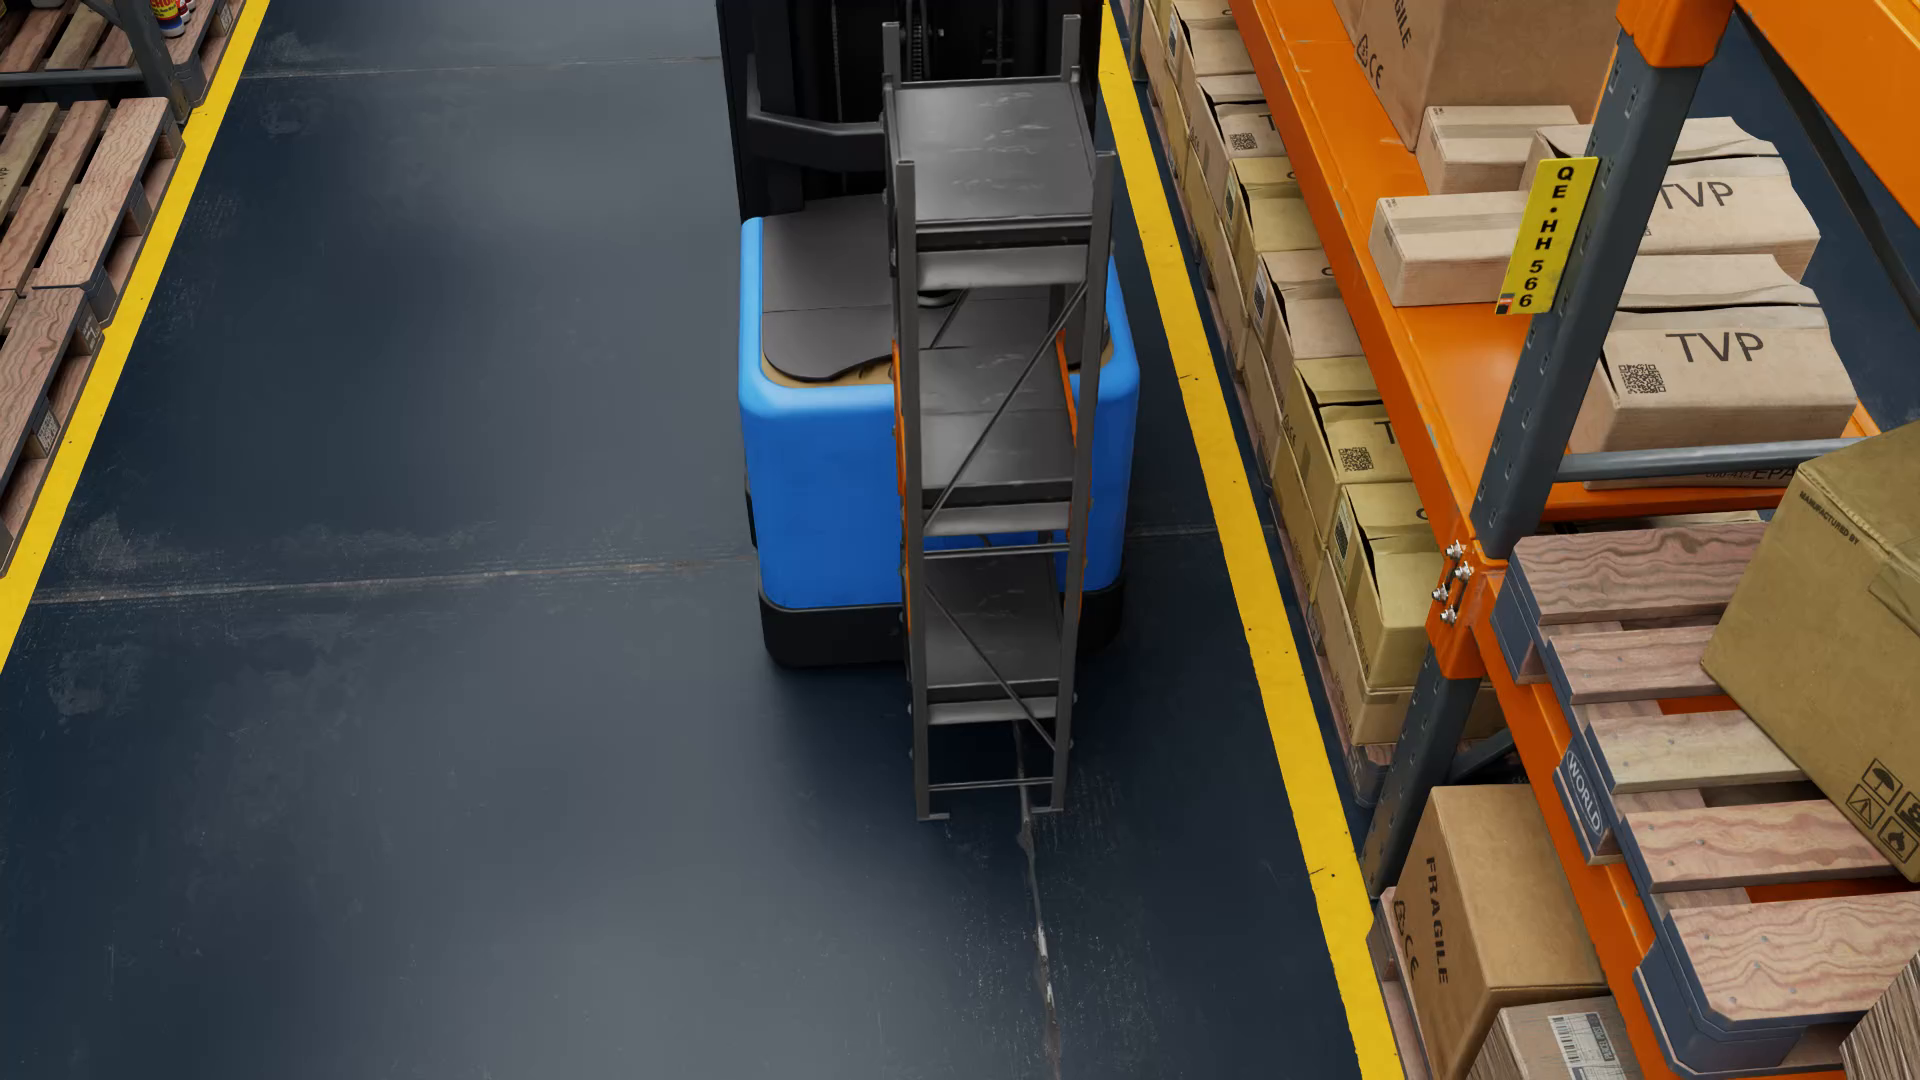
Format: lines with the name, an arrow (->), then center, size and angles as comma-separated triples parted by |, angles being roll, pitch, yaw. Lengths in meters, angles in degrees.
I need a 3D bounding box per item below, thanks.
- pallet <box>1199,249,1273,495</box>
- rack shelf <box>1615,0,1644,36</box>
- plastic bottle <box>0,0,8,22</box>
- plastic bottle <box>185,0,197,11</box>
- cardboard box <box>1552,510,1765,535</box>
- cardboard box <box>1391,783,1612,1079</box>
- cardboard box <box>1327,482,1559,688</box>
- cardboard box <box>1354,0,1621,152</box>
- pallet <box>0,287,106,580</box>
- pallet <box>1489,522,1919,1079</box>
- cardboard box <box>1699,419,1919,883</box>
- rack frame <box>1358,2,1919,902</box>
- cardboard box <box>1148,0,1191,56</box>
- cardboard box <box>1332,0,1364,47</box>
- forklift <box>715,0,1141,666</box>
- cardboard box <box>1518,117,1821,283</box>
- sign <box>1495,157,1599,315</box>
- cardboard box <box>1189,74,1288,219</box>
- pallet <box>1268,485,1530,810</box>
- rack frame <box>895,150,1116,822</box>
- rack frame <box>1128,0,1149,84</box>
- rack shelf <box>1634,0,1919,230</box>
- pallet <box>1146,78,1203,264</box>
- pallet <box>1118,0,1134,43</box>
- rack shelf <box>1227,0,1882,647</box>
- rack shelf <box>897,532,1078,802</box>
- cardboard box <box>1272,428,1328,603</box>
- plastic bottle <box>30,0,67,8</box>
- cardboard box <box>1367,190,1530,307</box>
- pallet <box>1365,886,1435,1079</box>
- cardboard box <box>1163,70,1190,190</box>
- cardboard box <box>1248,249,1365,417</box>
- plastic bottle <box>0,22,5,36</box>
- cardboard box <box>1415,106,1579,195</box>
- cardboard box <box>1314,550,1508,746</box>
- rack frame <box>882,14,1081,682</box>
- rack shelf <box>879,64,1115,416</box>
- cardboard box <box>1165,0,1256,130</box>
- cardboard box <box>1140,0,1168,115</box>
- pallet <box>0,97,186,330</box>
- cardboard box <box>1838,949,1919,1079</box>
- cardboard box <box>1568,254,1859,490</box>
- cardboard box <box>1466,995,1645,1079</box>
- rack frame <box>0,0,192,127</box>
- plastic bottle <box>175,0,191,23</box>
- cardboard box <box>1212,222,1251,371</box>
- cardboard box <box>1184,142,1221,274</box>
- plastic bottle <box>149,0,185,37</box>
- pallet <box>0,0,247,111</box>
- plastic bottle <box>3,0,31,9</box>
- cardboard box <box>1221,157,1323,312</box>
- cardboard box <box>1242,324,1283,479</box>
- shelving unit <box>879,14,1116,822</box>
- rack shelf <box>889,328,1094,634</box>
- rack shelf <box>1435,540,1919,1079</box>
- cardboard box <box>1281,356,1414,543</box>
pallet -> 1.437, -0.679, 5.748 | 1.003, 0.211, 1.213 | -3, 47, -3
rack shelf -> 1.398, -2.390, 3.877 | 1.077, 0.370, 4.000 | -3, 47, -3
plastic bottle -> -4.075, -2.300, 6.930 | 0.061, 0.283, 0.133 | -1, 47, -1
plastic bottle -> -3.312, -2.348, 7.032 | 0.097, 0.201, 0.097 | 0, 47, 0
cardboard box -> 1.814, 0.052, 4.353 | 0.500, 0.311, 0.500 | -2, 47, -2
cardboard box -> 1.319, 0.896, 3.754 | 0.500, 0.500, 0.500 | -2, 47, -2
cardboard box -> 1.276, 0.085, 4.322 | 0.500, 0.311, 0.500 | -2, 47, -2
cardboard box -> 1.409, -1.407, 4.447 | 0.500, 0.500, 0.500 | -6, 47, -5
pallet -> -3.496, -0.345, 5.432 | 1.003, 0.211, 1.213 | -3, 47, -3
pallet -> 1.692, 0.393, 2.944 | 1.213, 0.211, 1.003 | -3, 47, -3
cardboard box -> 1.731, 0.111, 2.721 | 0.700, 0.500, 0.500 | -18, 49, -16
rack frame -> 1.566, -0.159, 3.335 | 1.000, 3.000, 0.127 | -3, 47, -3
cardboard box -> 1.017, -2.131, 6.420 | 0.500, 0.311, 0.500 | -3, 47, -3
cardboard box -> 1.365, -1.787, 4.808 | 0.500, 0.500, 0.500 | -3, 47, -3
forklift -> -0.160, -1.713, 4.854 | 1.130, 2.935, 3.031 | -3, 47, -3
cardboard box -> 1.684, -0.787, 3.991 | 0.500, 0.311, 0.500 | -4, 47, -4
sign -> 1.013, -0.521, 2.880 | 0.100, 0.325, 0.005 | -3, 47, -3
cardboard box -> 1.098, -1.394, 5.723 | 0.500, 0.311, 0.500 | -5, 47, -5
pallet -> 1.536, 0.202, 4.914 | 1.003, 0.211, 1.213 | -3, 47, -3
rack frame -> 0.083, 0.028, 3.777 | 0.400, 2.100, 0.015 | -3, 47, -3
rack frame -> 1.231, -3.053, 6.076 | 1.000, 3.000, 0.127 | -3, 47, -3
rack shelf -> 1.733, 0.504, 1.136 | 1.077, 0.370, 4.000 | -3, 47, -3
pallet -> 1.331, -1.564, 6.585 | 1.003, 0.211, 1.213 | -3, 47, -3
pallet -> 1.206, -2.672, 7.635 | 1.003, 0.211, 1.213 | -3, 47, -3
rack shelf -> 1.398, -1.359, 4.966 | 1.077, 0.370, 4.000 | -3, 47, -3
rack shelf -> 0.063, 0.342, 4.462 | 0.431, 0.518, 0.480 | -3, 47, -3
cardboard box -> 1.232, -0.097, 4.880 | 0.500, 0.250, 0.500 | -4, 47, -4
plastic bottle -> -3.903, -2.452, 7.028 | 0.144, 0.351, 0.185 | -3, 47, -3
cardboard box -> 1.215, -0.707, 4.026 | 0.380, 0.149, 0.250 | -3, 47, -3
pallet -> 1.590, 1.342, 3.834 | 1.003, 0.211, 1.213 | -3, 47, -3
cardboard box -> 1.059, -1.575, 6.281 | 0.500, 0.250, 0.500 | -2, 47, -2
cardboard box -> 1.187, -0.656, 5.024 | 0.500, 0.311, 0.500 | -4, 47, -4
plastic bottle -> -4.046, -2.187, 6.880 | 0.097, 0.201, 0.097 | 0, 47, 0
cardboard box -> 1.403, -0.992, 4.297 | 0.380, 0.149, 0.250 | 0, 47, 0
cardboard box -> 1.279, 0.276, 4.527 | 0.500, 0.250, 0.500 | -2, 47, -2
rack frame -> 0.044, -0.325, 4.112 | 0.400, 2.100, 0.015 | -3, 47, -3
rack shelf -> 0.063, -0.620, 3.446 | 0.431, 0.518, 0.480 | -3, 47, -3
cardboard box -> 1.054, -1.768, 6.077 | 0.500, 0.311, 0.500 | -4, 47, -4
cardboard box -> 1.018, -1.945, 6.631 | 0.500, 0.250, 0.500 | -5, 47, -4
pallet -> -3.601, -1.230, 6.270 | 1.003, 0.211, 1.213 | -3, 47, -3
cardboard box -> 1.617, 0.784, 2.083 | 0.700, 0.500, 0.500 | 4, 47, 4
cardboard box -> 1.579, -0.394, 3.619 | 0.500, 0.311, 0.500 | -1, 47, -1
cardboard box -> 1.368, 1.274, 3.396 | 0.500, 0.500, 0.500 | -5, 47, -5
rack frame -> -3.706, -2.755, 5.793 | 1.000, 3.000, 0.127 | -3, 47, -3
plastic bottle -> -3.304, -2.275, 6.963 | 0.097, 0.201, 0.097 | 0, 47, 0
cardboard box -> 1.147, -0.833, 5.577 | 0.500, 0.250, 0.500 | -3, 47, -3
cardboard box -> 1.105, -1.201, 5.926 | 0.500, 0.250, 0.500 | -5, 47, -5
plastic bottle -> -3.295, -2.225, 6.868 | 0.097, 0.271, 0.097 | 0, 47, 0
pallet -> -3.720, -2.284, 7.268 | 1.003, 0.211, 1.213 | -3, 47, -3
plastic bottle -> -4.047, -2.444, 7.020 | 0.144, 0.351, 0.185 | -5, 47, -4
cardboard box -> 1.147, -1.019, 5.367 | 0.500, 0.311, 0.500 | -2, 47, -2
cardboard box -> 1.193, -0.461, 5.225 | 0.500, 0.250, 0.500 | -3, 47, -2
shelving unit -> 0.063, -0.148, 3.944 | 0.431, 2.100, 0.503 | -3, 47, -3
rack shelf -> 0.063, -0.139, 3.954 | 0.431, 0.518, 0.480 | -3, 47, -3
rack shelf -> 1.733, 1.535, 2.226 | 1.077, 0.370, 4.000 | -3, 47, -3
cardboard box -> 1.226, -0.291, 4.678 | 0.500, 0.311, 0.500 | -4, 47, -4
